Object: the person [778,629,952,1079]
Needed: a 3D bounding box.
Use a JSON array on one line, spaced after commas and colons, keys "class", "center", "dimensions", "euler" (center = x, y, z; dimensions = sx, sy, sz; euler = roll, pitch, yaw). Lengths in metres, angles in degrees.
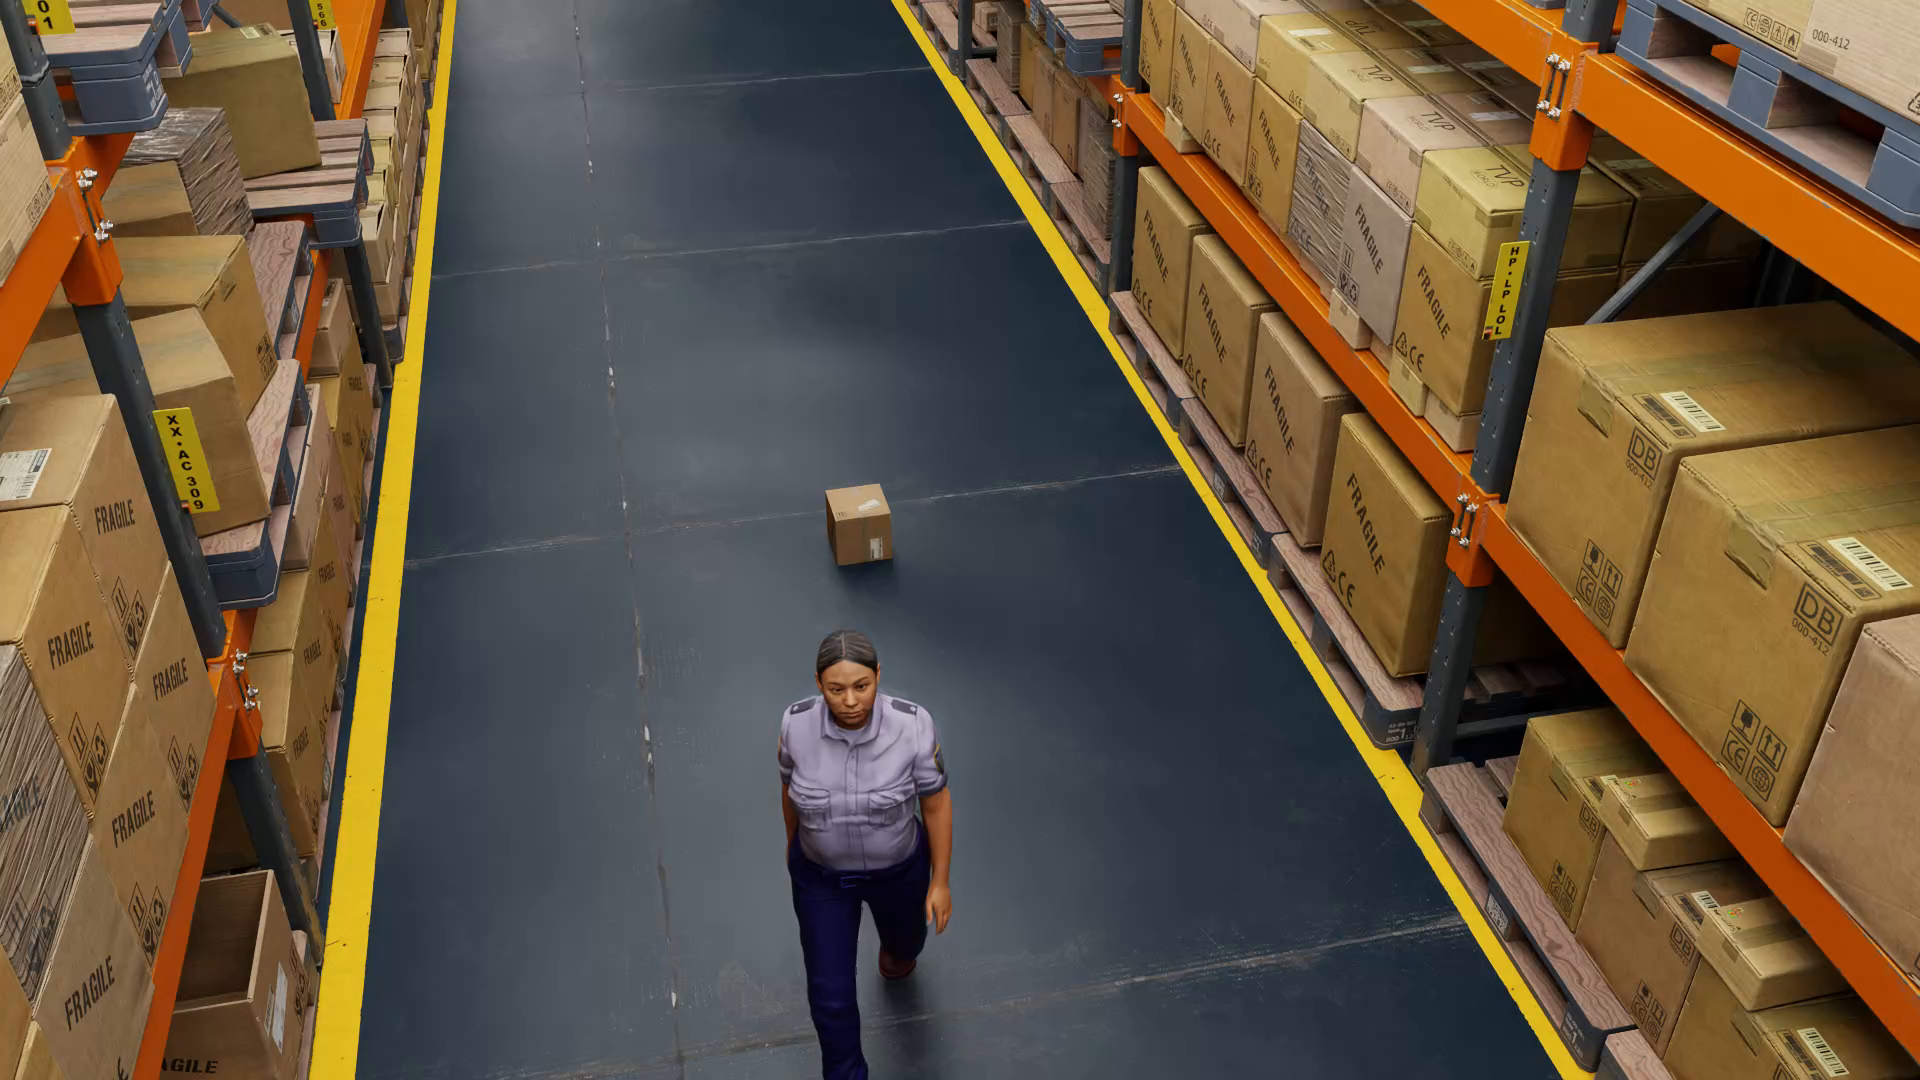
[{"class": "person", "center": [-0.266, 0.925, 4.803], "dimensions": [0.488, 1.600, 0.941], "euler": [-1, 35, -1]}]
